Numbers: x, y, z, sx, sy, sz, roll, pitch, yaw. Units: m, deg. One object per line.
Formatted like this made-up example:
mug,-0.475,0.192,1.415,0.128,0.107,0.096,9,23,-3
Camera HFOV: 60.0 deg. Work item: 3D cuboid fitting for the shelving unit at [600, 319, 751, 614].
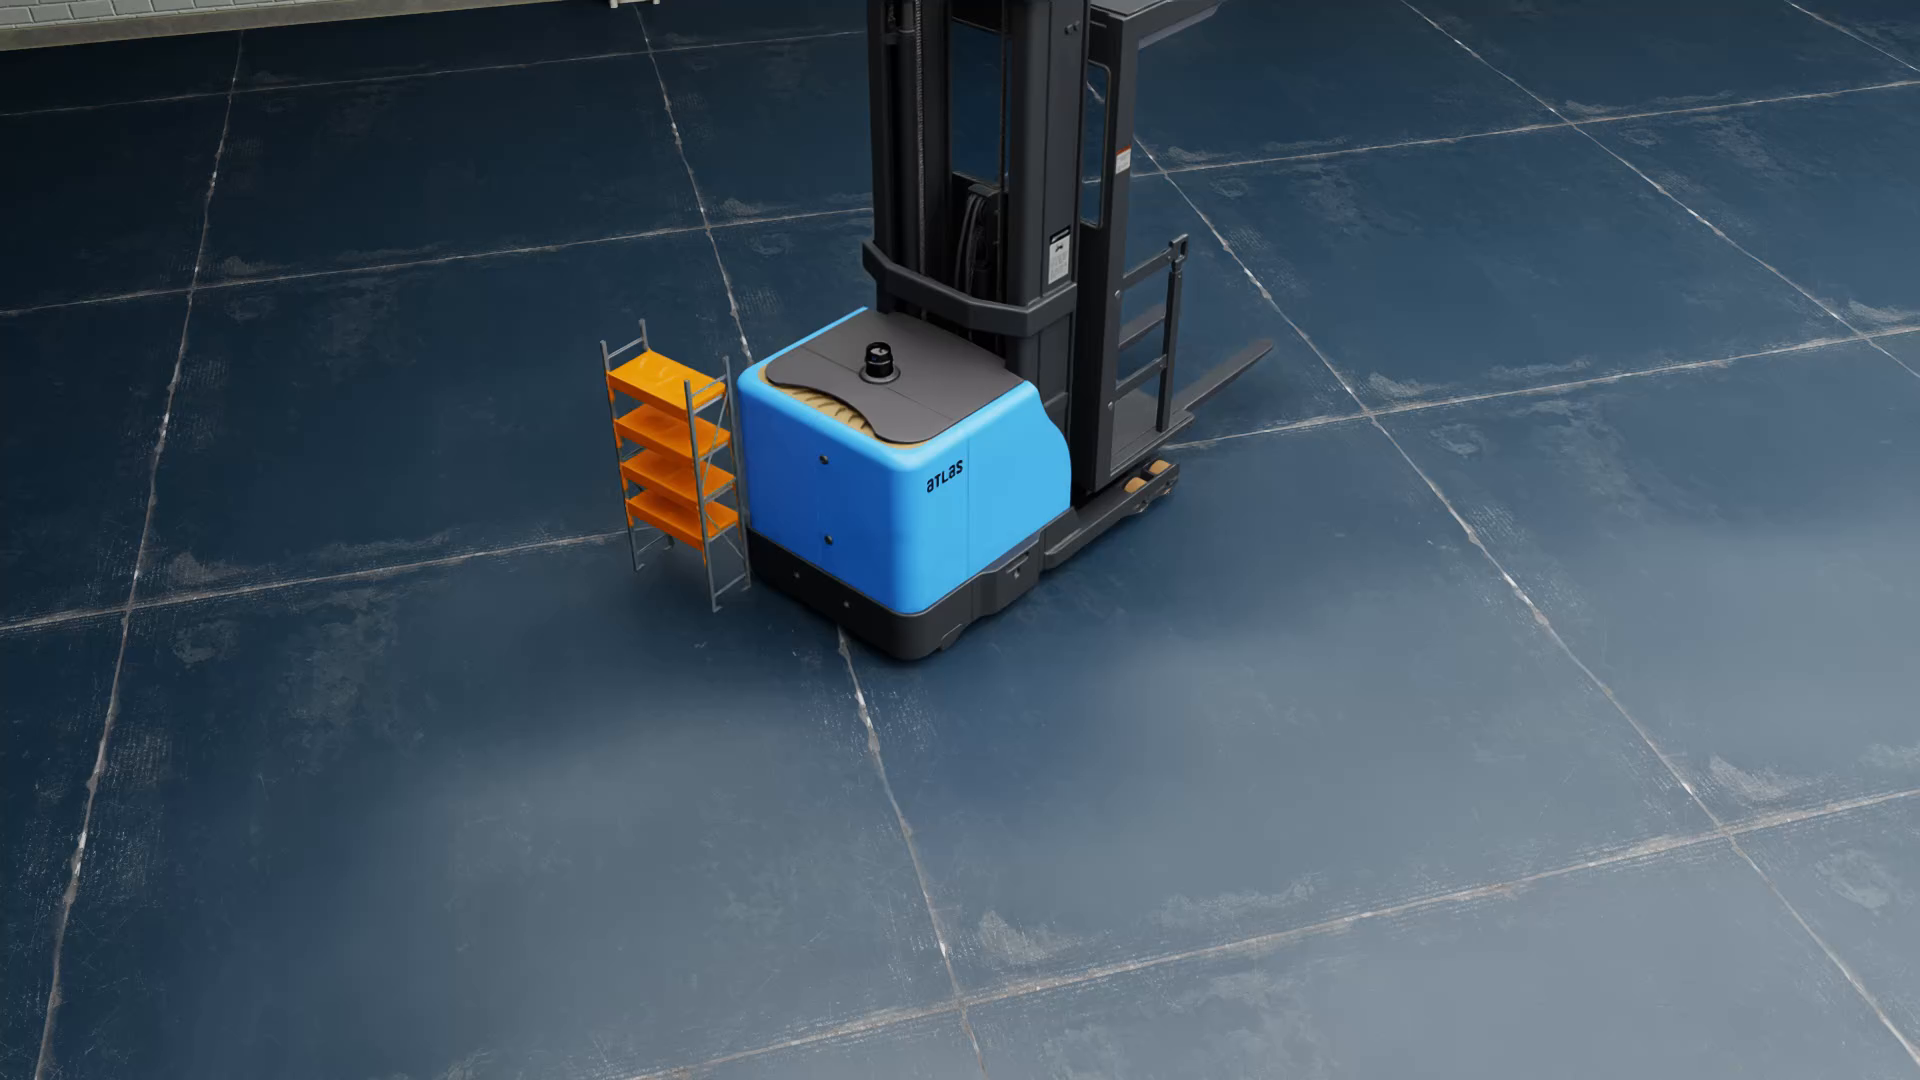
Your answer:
shelving unit,-1.211,-0.302,7.158,0.503,1.200,0.258,25,44,29

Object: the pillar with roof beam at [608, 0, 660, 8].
pillar with roof beam,-1.527,-5.434,7.448,0.400,9.000,9.100,-9,38,-12

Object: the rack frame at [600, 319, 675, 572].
rack frame,-1.404,-0.393,7.277,0.015,1.200,0.240,25,44,29

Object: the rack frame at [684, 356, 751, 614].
rack frame,-1.018,-0.211,7.039,0.015,1.200,0.240,25,44,29

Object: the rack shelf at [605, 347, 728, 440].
rack shelf,-1.211,-0.614,6.919,0.480,0.148,0.258,25,44,29

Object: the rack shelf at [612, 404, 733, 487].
rack shelf,-1.211,-0.426,7.063,0.480,0.148,0.258,25,44,29

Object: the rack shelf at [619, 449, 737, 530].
rack shelf,-1.211,-0.249,7.198,0.480,0.148,0.258,25,44,29

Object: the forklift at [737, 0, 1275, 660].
forklift,0.408,-1.477,7.268,1.130,2.935,3.031,28,46,32

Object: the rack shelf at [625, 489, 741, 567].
rack shelf,-1.211,-0.091,7.319,0.480,0.148,0.258,25,44,29
